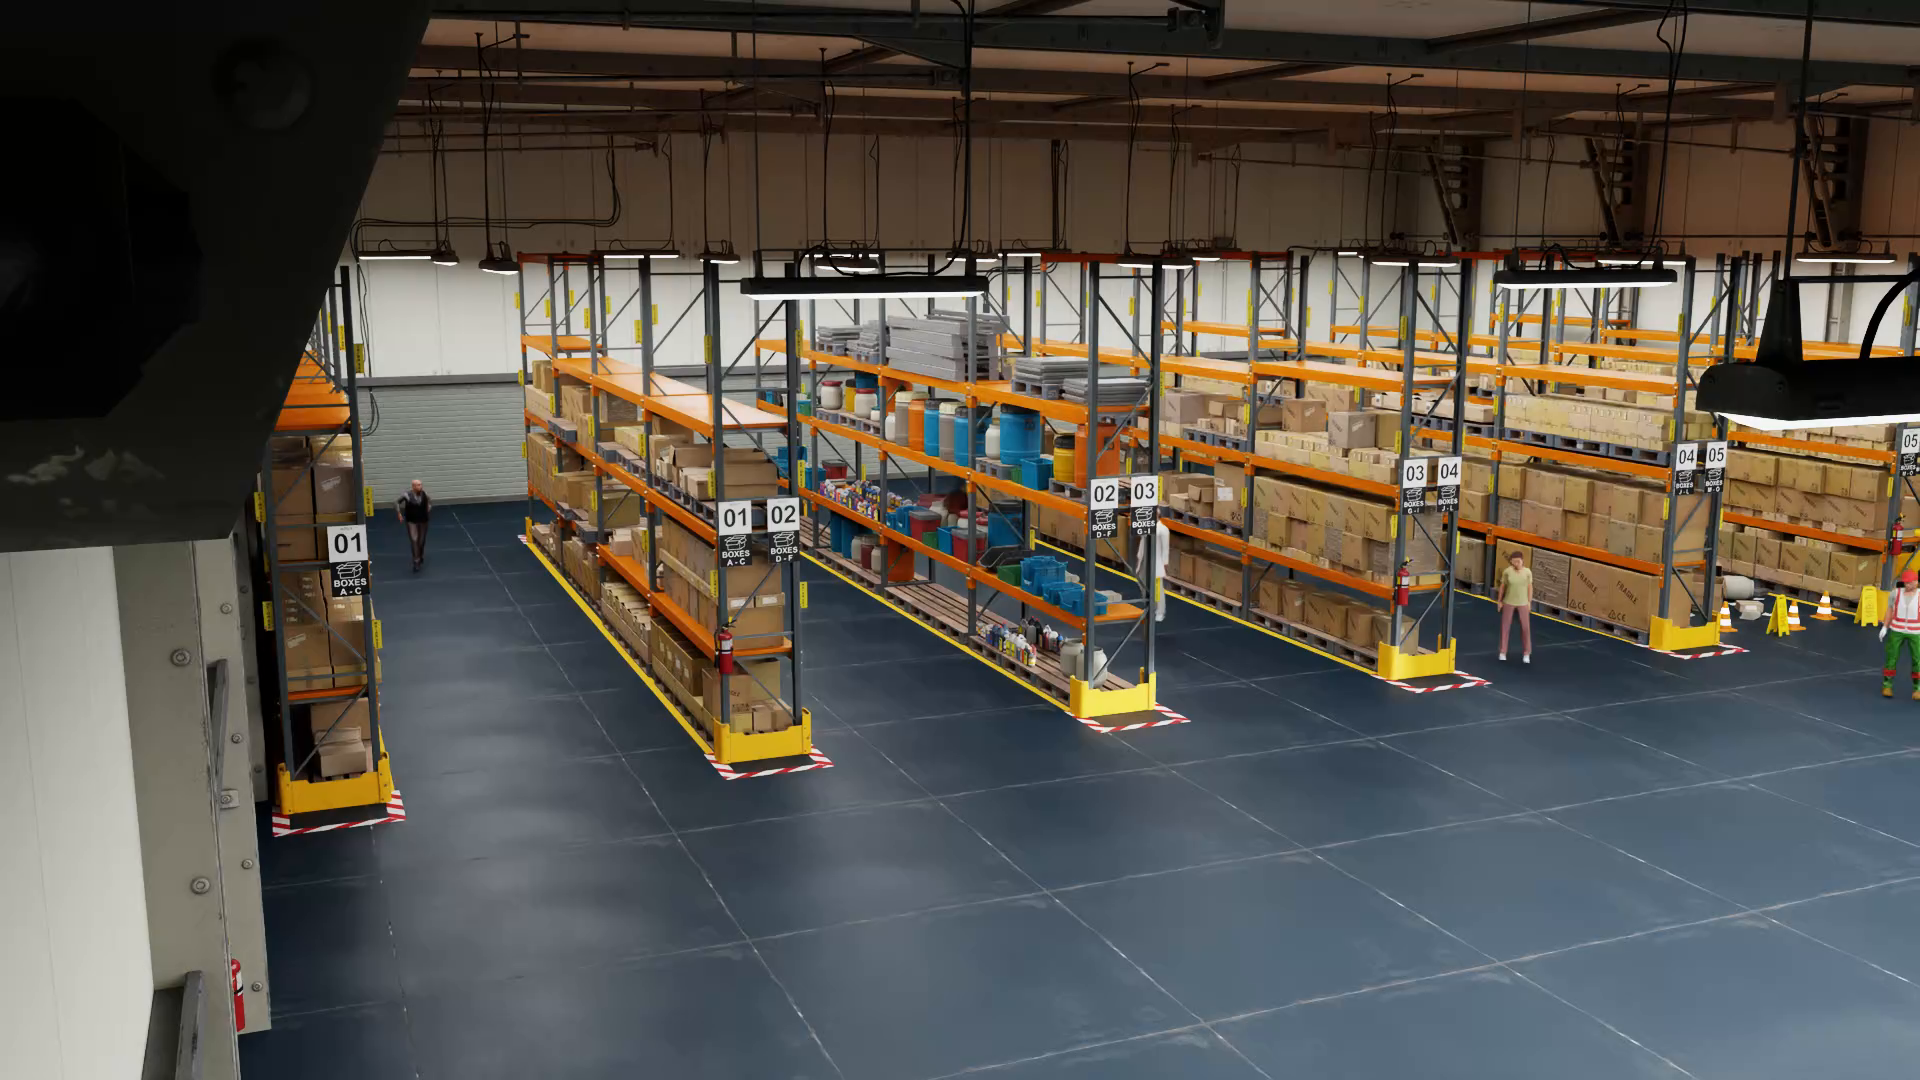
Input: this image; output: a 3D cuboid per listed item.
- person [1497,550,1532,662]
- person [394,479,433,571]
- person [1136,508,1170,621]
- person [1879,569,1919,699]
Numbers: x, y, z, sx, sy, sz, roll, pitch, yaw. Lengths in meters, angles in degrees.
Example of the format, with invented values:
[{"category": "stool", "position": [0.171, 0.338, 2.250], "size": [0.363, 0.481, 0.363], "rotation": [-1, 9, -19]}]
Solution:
[{"category": "person", "position": [8.352, 0.988, 24.995], "size": [0.527, 1.662, 0.395], "rotation": [3, 11, 18]}, {"category": "person", "position": [-10.442, -0.326, 31.893], "size": [0.715, 1.694, 0.995], "rotation": [-5, 11, -24]}, {"category": "person", "position": [3.112, 0.391, 26.424], "size": [0.470, 1.852, 0.639], "rotation": [-7, 13, -35]}, {"category": "person", "position": [13.070, 1.287, 23.001], "size": [0.614, 1.784, 0.402], "rotation": [5, 12, 27]}]
